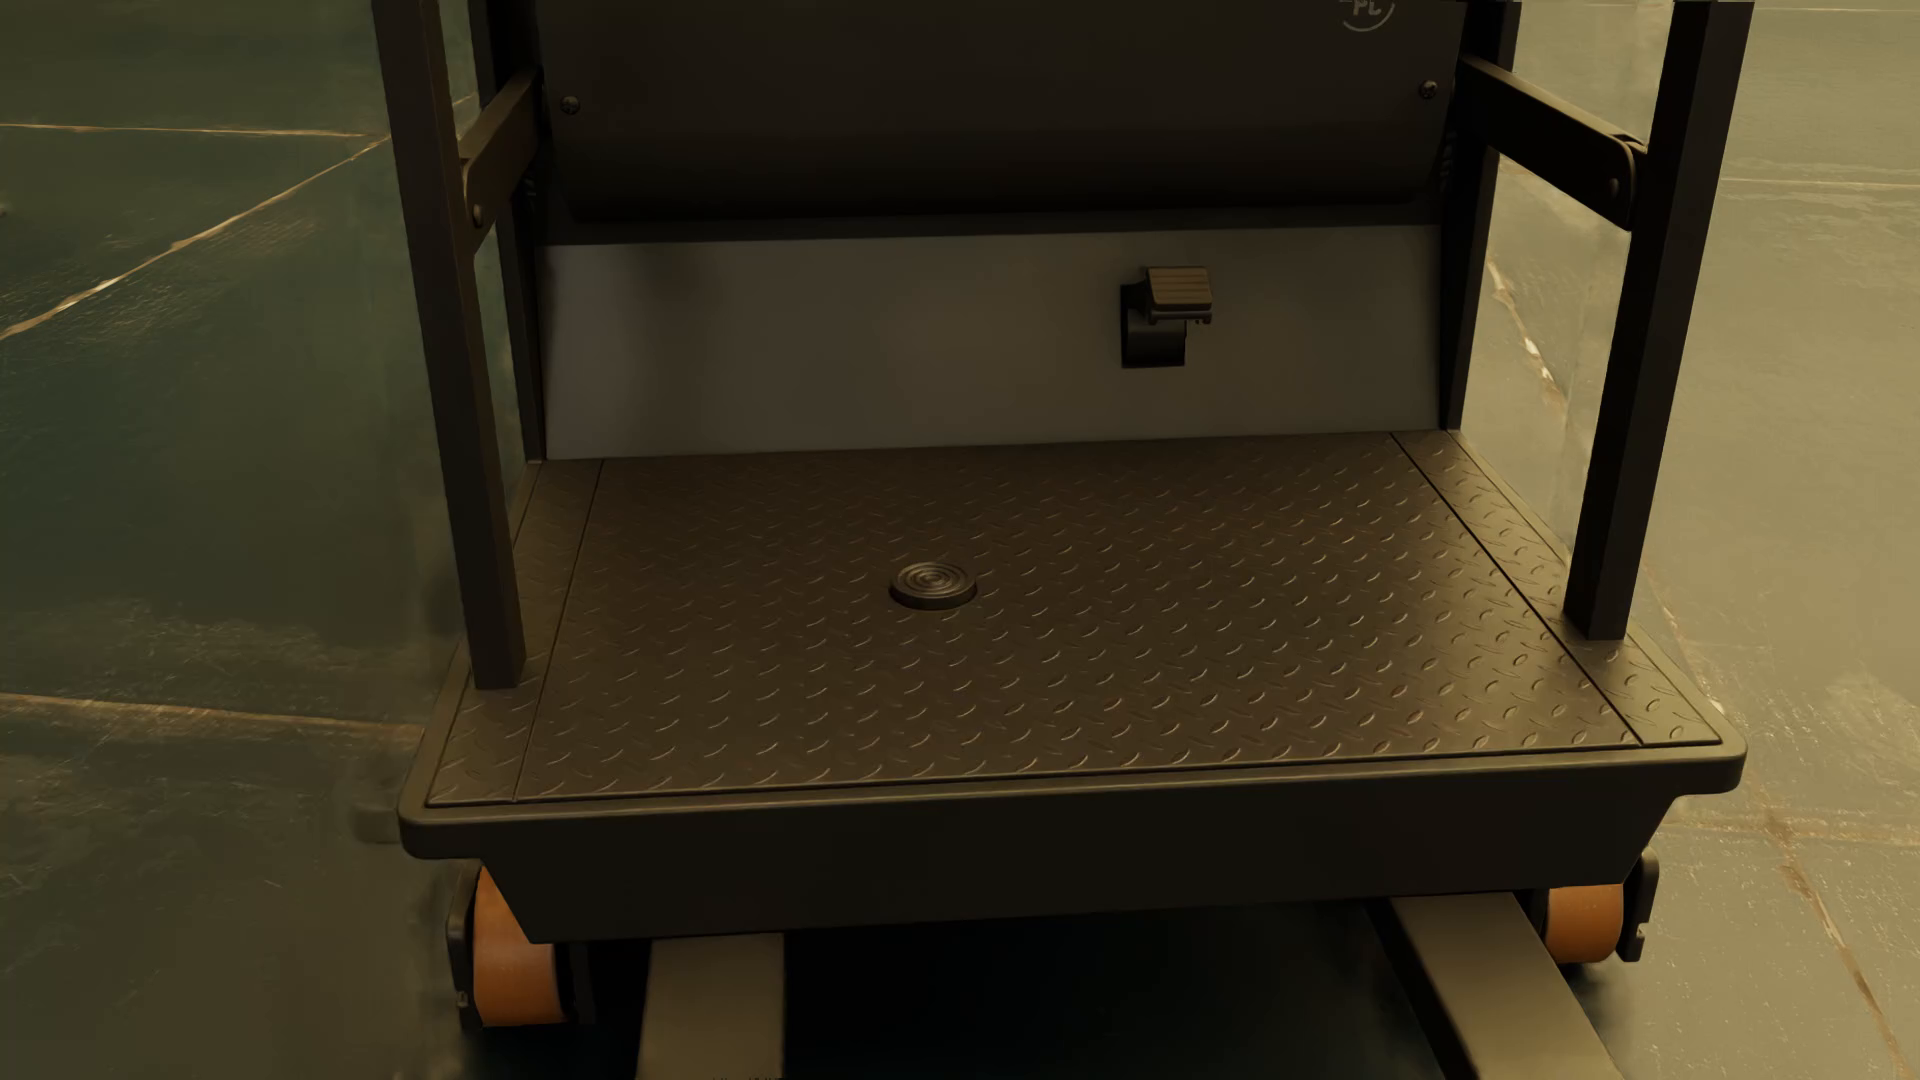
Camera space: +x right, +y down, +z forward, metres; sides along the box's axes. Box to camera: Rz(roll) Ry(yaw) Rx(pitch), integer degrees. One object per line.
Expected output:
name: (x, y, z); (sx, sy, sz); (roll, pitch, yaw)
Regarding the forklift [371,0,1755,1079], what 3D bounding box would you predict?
forklift: (0.067, -1.008, 1.238); (1.130, 2.935, 3.031); (-2, 27, -4)
